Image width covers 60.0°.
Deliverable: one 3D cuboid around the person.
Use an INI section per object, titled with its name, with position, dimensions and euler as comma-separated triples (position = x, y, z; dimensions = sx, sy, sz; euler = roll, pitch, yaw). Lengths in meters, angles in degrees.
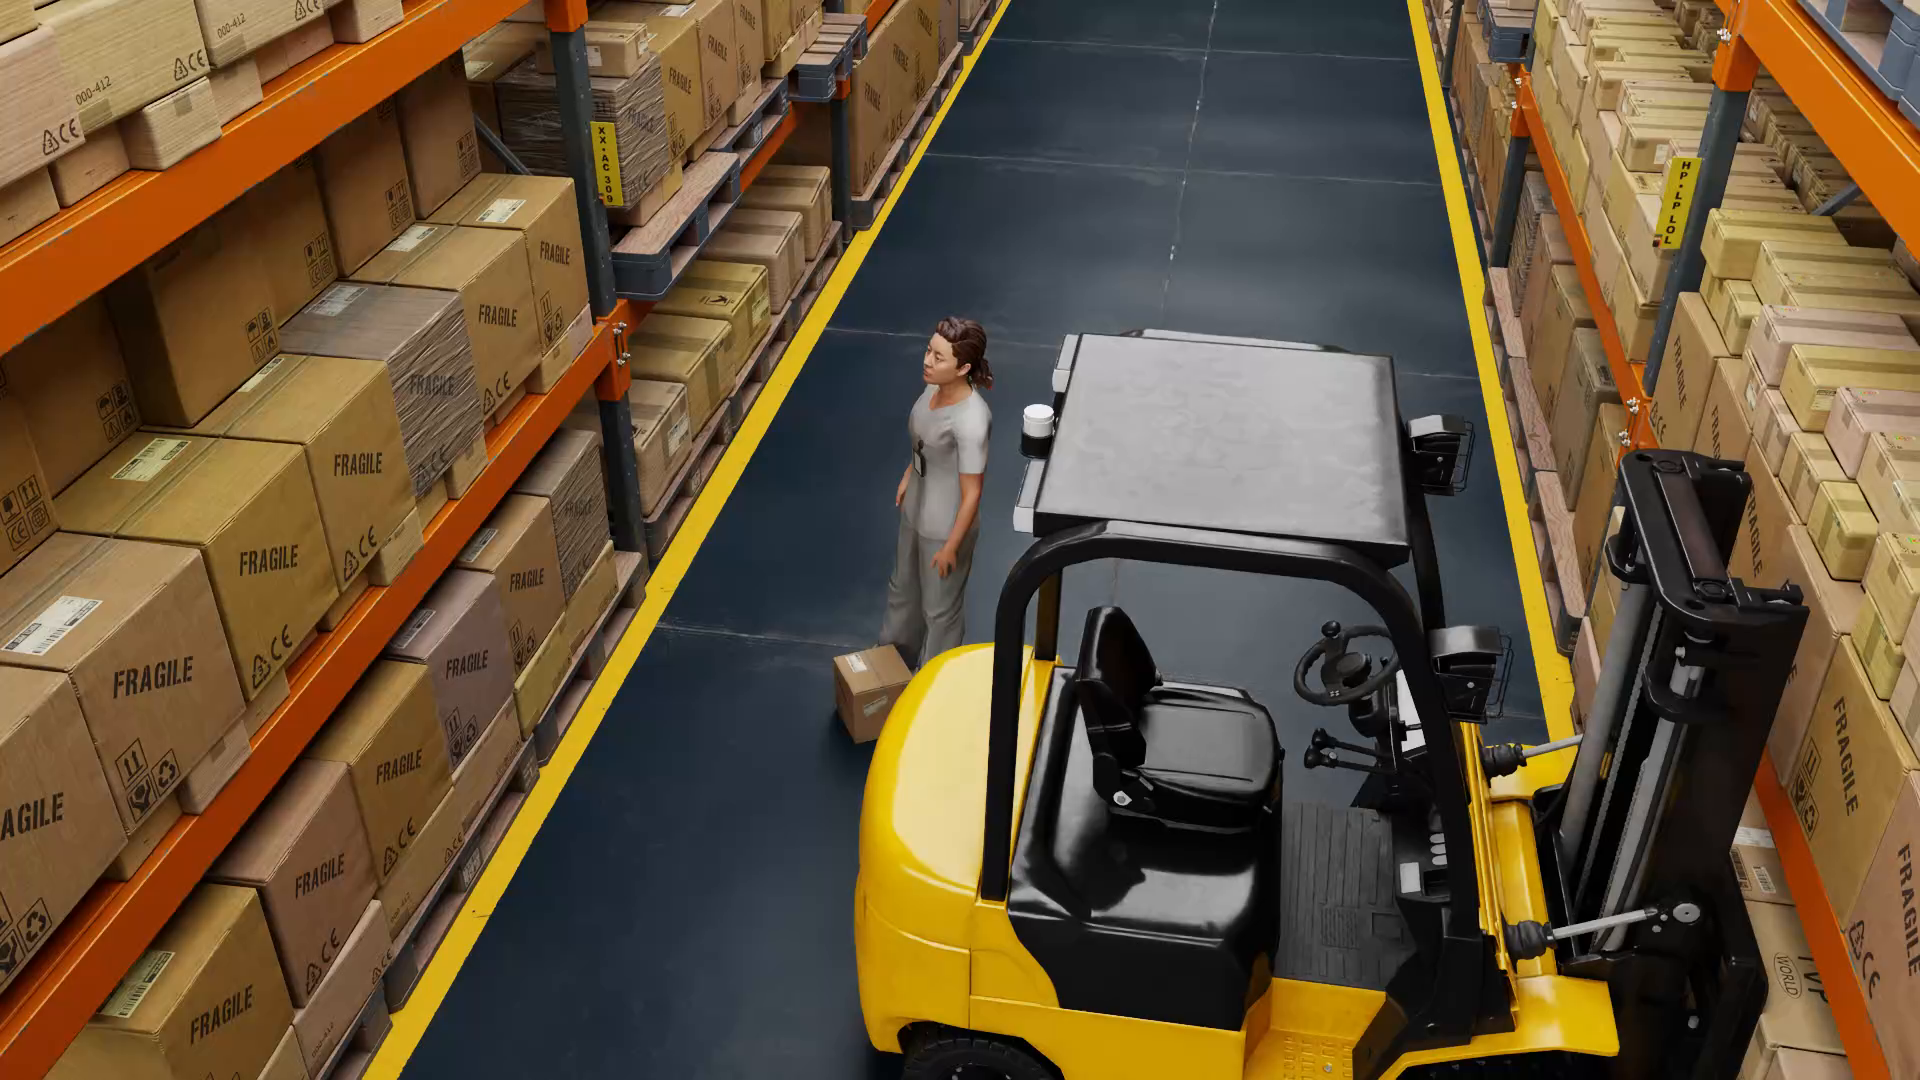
[person]
position = -0.143, -0.059, 6.225
dimensions = 0.549, 1.664, 0.550
euler = -11, 34, -16
